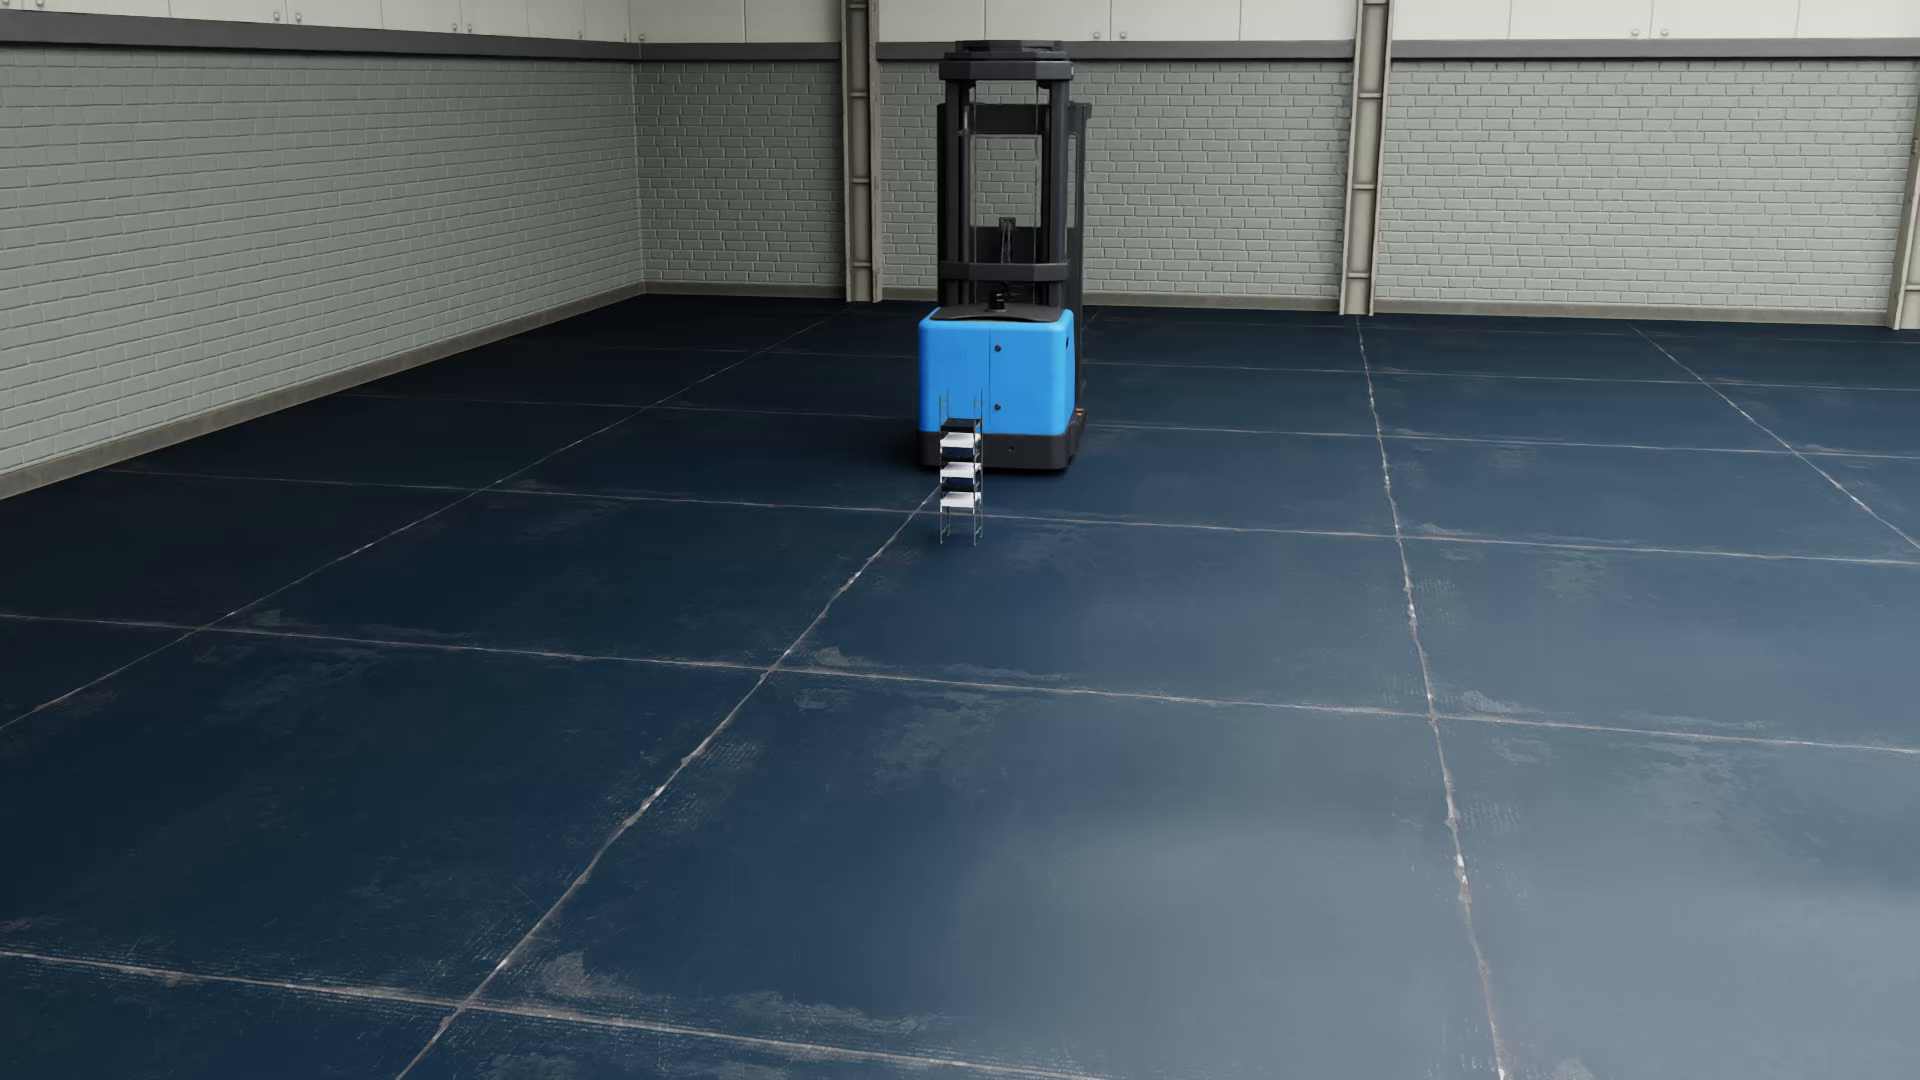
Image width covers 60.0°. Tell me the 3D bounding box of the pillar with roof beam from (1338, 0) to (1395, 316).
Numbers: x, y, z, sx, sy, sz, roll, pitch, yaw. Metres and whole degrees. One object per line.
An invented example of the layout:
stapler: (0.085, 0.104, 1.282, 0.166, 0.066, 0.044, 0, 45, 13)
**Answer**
pillar with roof beam: (3.825, -5.892, 14.407, 0.400, 9.000, 9.100, 3, 16, 11)

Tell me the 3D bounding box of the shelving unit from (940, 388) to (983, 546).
shelving unit: (0.008, -0.433, 9.870, 0.210, 0.900, 0.258, 3, 16, 11)

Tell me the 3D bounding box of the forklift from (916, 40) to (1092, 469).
forklift: (0.408, -2.246, 12.608, 1.130, 2.935, 3.031, 2, 16, 8)

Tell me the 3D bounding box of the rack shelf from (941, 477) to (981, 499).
rack shelf: (0.008, -0.314, 9.903, 0.200, 0.077, 0.258, 3, 16, 11)

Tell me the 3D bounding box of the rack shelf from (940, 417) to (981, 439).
rack shelf: (0.008, -0.661, 9.807, 0.200, 0.077, 0.258, 3, 16, 11)

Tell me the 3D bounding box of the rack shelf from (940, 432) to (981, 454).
rack shelf: (0.008, -0.575, 9.831, 0.200, 0.077, 0.258, 3, 16, 11)

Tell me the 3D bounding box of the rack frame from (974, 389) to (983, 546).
rack frame: (0.108, -0.428, 9.851, 0.006, 0.900, 0.240, 3, 16, 11)

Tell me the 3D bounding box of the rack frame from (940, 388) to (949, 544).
rack frame: (-0.092, -0.439, 9.890, 0.006, 0.900, 0.240, 3, 16, 11)

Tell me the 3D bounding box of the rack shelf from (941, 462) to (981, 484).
rack shelf: (0.008, -0.401, 9.879, 0.200, 0.077, 0.258, 3, 16, 11)

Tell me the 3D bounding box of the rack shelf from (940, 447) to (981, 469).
rack shelf: (0.008, -0.488, 9.855, 0.200, 0.077, 0.258, 3, 16, 11)

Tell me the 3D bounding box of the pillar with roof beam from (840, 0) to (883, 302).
pillar with roof beam: (-2.054, -6.212, 15.560, 0.400, 9.000, 9.100, 3, 16, 11)

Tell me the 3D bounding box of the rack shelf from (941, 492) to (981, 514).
rack shelf: (0.008, -0.228, 9.927, 0.200, 0.077, 0.258, 3, 16, 11)

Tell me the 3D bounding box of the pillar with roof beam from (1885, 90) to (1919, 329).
pillar with roof beam: (9.705, -5.573, 13.255, 0.400, 9.000, 9.100, 3, 16, 11)
